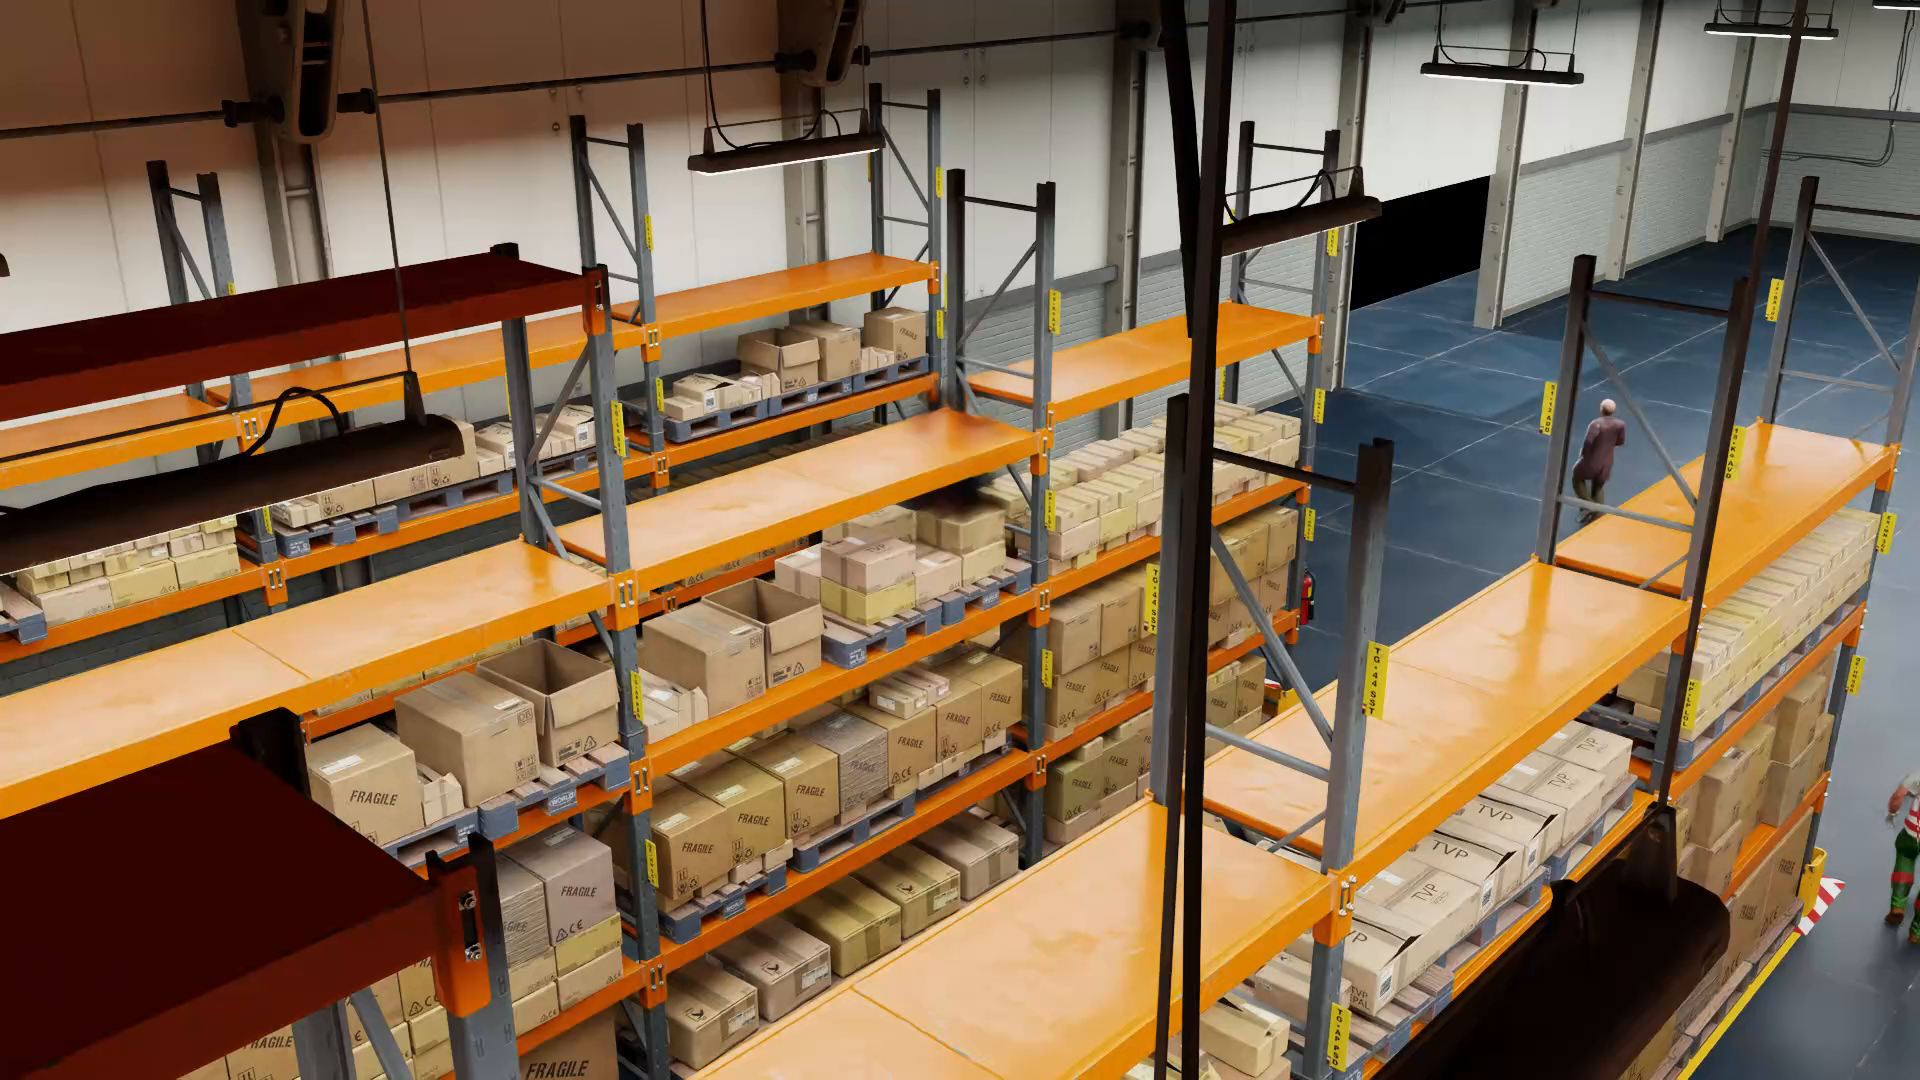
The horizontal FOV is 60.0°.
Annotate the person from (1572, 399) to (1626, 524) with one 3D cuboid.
[{"bbox_3d":[8.521,-1.061,22.335,0.693,1.768,0.681,-3,21,-9],"label":"person"}]

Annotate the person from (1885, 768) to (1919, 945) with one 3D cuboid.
[{"bbox_3d":[7.835,2.380,13.463,0.690,1.821,0.710,10,23,25],"label":"person"}]
